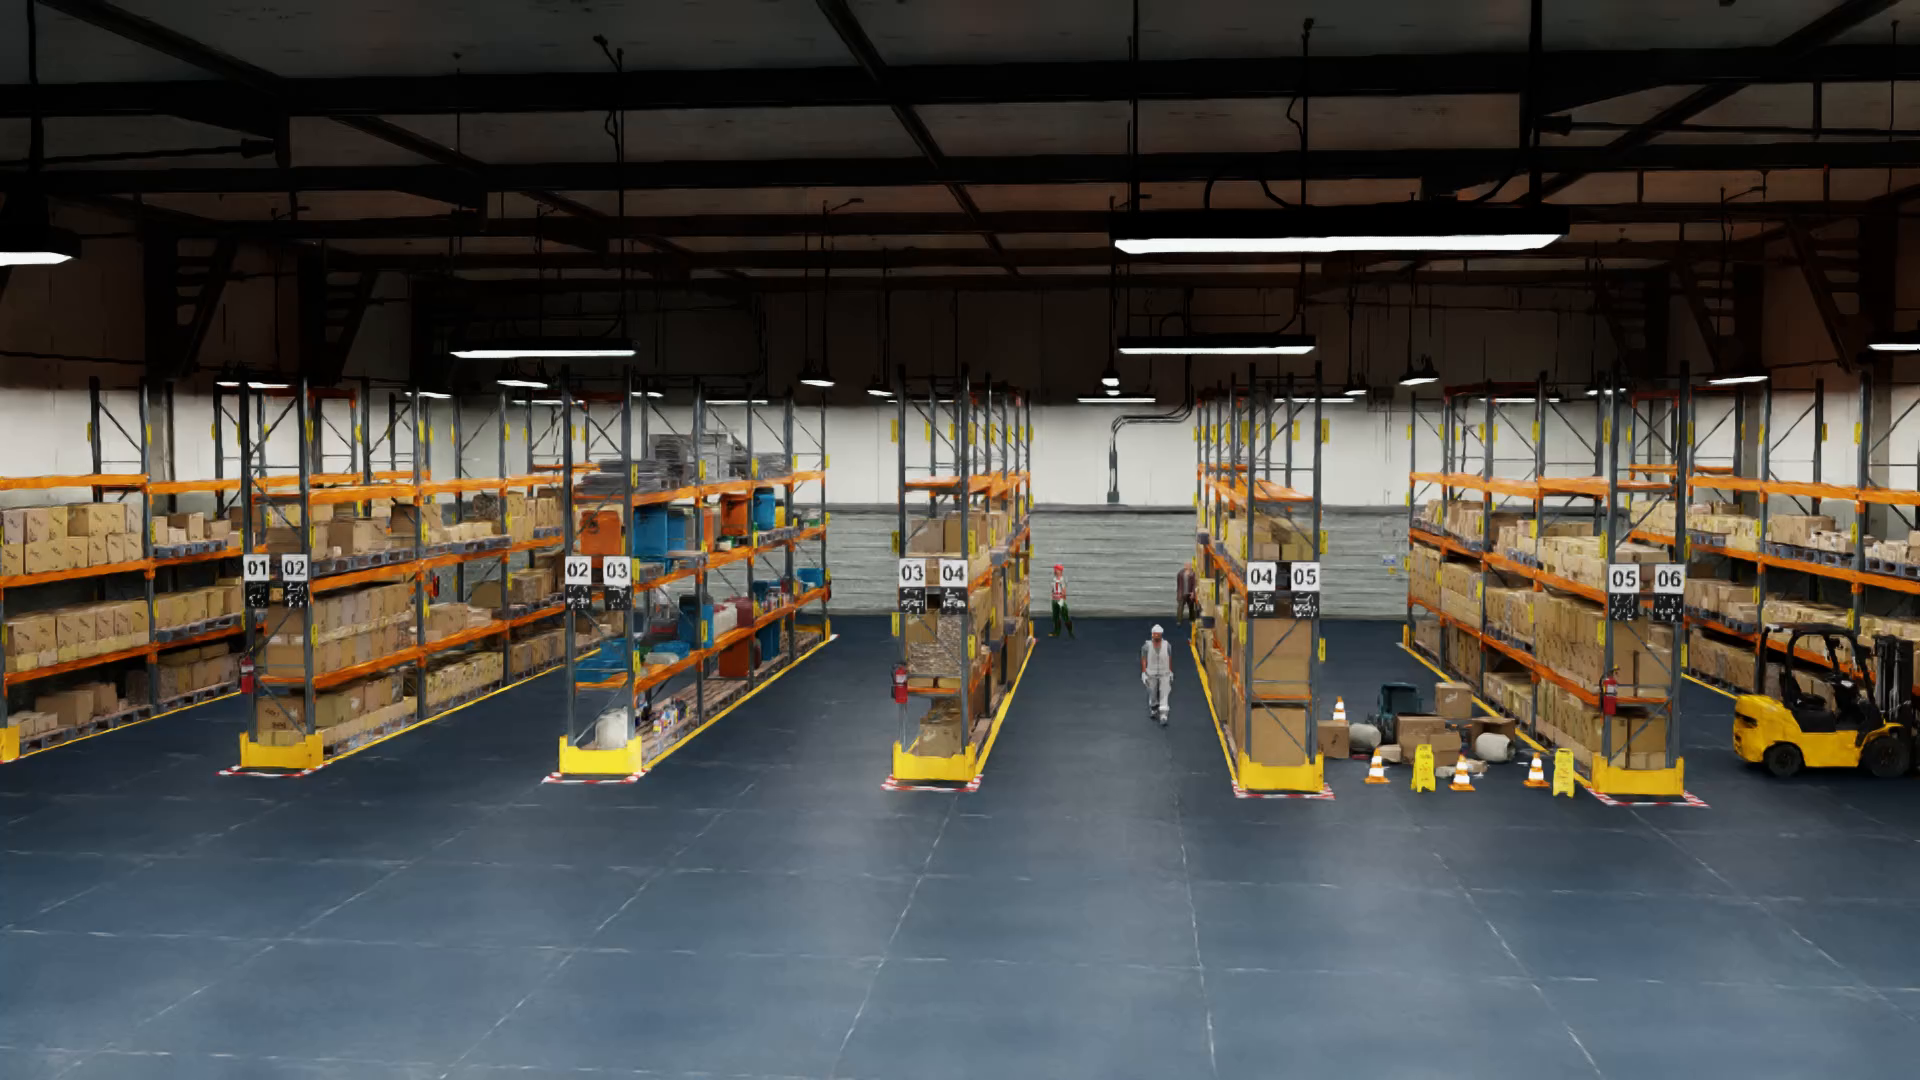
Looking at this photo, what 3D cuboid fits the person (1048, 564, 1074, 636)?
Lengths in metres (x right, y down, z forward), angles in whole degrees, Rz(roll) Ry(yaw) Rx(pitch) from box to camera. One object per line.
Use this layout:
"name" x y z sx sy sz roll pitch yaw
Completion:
"person" 2.511 1.485 41.061 0.524 1.786 0.740 -2 4 -25

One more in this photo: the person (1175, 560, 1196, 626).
"person" 5.880 1.366 43.038 0.574 1.714 1.104 1 4 15

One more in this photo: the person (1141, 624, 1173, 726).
"person" 3.393 2.297 28.617 0.553 1.709 1.117 1 4 8

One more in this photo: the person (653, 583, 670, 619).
"person" -7.188 1.544 40.028 0.496 1.774 0.629 1 4 15
